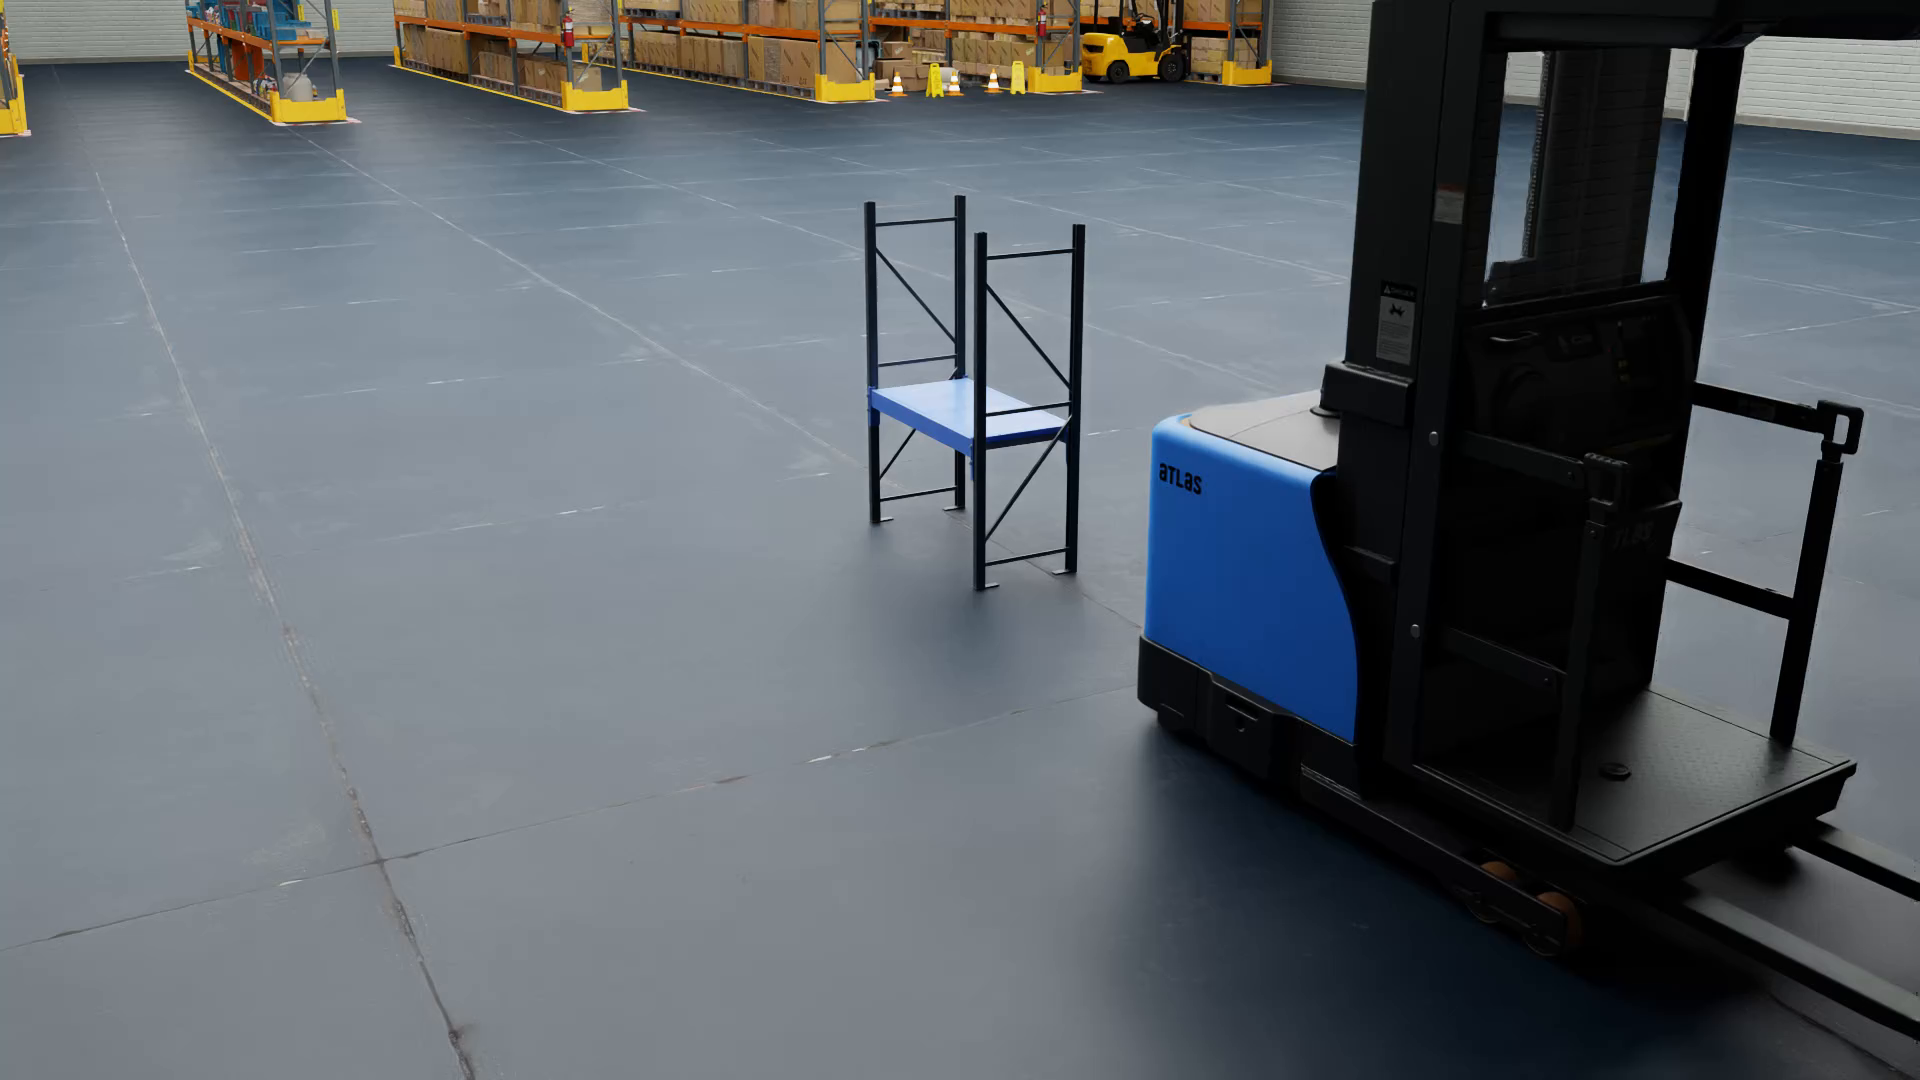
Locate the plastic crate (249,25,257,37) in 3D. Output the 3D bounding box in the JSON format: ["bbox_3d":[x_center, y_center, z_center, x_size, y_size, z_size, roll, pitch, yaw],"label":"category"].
[{"bbox_3d":[-12.541,-9.193,29.999,0.450,0.188,0.662,-10,21,-27],"label":"plastic crate"}]

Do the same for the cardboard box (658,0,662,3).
[{"bbox_3d":[-6.956,-12.824,39.483,0.380,0.149,0.250,-9,21,-25],"label":"cardboard box"}]

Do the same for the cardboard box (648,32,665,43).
[{"bbox_3d":[-7.353,-12.348,40.857,0.500,0.250,0.500,-9,21,-25],"label":"cardboard box"}]

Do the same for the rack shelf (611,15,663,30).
[{"bbox_3d":[-8.914,-13.764,44.023,1.077,0.370,4.000,-10,21,-27],"label":"rack shelf"}]

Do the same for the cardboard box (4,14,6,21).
[{"bbox_3d":[-21.824,-11.929,37.450,0.500,0.500,0.500,-10,22,-27],"label":"cardboard box"}]

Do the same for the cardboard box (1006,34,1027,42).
[{"bbox_3d":[1.199,-10.725,35.541,0.380,0.149,0.250,-9,21,-25],"label":"cardboard box"}]

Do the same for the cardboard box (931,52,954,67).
[{"bbox_3d":[-0.108,-11.135,38.688,0.950,0.372,0.625,-10,21,-26],"label":"cardboard box"}]

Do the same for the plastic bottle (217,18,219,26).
[{"bbox_3d":[-15.692,-11.017,35.265,0.097,0.201,0.097,0,19,0],"label":"plastic bottle"}]

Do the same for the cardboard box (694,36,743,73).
[{"bbox_3d":[-5.437,-11.077,37.940,1.050,0.750,0.750,-10,21,-26],"label":"cardboard box"}]

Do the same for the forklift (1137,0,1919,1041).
[{"bbox_3d":[1.840,-0.454,4.454,1.130,2.935,3.031,-12,22,-31],"label":"forklift"}]

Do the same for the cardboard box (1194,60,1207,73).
[{"bbox_3d":[5.680,-10.779,37.843,0.500,0.250,0.500,-10,21,-27],"label":"cardboard box"}]

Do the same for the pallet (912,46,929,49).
[{"bbox_3d":[-0.773,-14.675,49.835,1.003,0.211,1.213,-10,21,-27],"label":"pallet"}]

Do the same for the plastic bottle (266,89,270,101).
[{"bbox_3d":[-12.296,-7.923,29.609,0.097,0.201,0.097,0,19,0],"label":"plastic bottle"}]

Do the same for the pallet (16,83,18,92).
[{"bbox_3d":[-20.095,-9.360,34.434,1.003,0.211,1.213,-10,21,-27],"label":"pallet"}]

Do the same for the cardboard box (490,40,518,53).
[{"bbox_3d":[-9.873,-10.684,36.004,0.500,0.250,0.500,-7,20,-21],"label":"cardboard box"}]

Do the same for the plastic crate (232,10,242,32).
[{"bbox_3d":[-13.735,-9.987,32.001,0.392,0.384,0.575,-10,21,-27],"label":"plastic crate"}]

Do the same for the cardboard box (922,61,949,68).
[{"bbox_3d":[-0.546,-10.330,36.797,0.500,0.500,0.500,4,19,11],"label":"cardboard box"}]

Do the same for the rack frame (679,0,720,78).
[{"bbox_3d":[-6.065,-12.381,38.914,1.000,3.000,0.127,-10,21,-27],"label":"rack frame"}]

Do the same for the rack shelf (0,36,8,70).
[{"bbox_3d":[-16.349,-8.046,27.454,1.077,0.370,4.000,-10,21,-27],"label":"rack shelf"}]

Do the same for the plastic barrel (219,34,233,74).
[{"bbox_3d":[-16.157,-10.868,37.100,0.600,0.901,0.708,-10,21,-27],"label":"plastic barrel"}]

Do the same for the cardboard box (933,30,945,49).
[{"bbox_3d":[-0.447,-14.651,48.681,0.500,0.500,0.500,-10,21,-26],"label":"cardboard box"}]

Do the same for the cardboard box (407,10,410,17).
[{"bbox_3d":[-13.667,-13.225,41.745,0.380,0.149,0.250,-11,22,-28],"label":"cardboard box"}]

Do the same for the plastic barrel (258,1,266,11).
[{"bbox_3d":[-13.547,-10.310,32.703,0.433,0.535,0.433,0,19,0],"label":"plastic barrel"}]

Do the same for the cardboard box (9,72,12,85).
[{"bbox_3d":[-17.276,-8.281,29.744,0.500,0.311,0.500,-10,21,-26],"label":"cardboard box"}]

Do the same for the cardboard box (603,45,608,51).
[{"bbox_3d":[-9.331,-13.183,44.509,0.380,0.149,0.250,-11,22,-29],"label":"cardboard box"}]

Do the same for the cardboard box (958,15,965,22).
[{"bbox_3d":[0.176,-11.705,37.340,0.380,0.149,0.250,-9,21,-25],"label":"cardboard box"}]

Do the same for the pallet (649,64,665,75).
[{"bbox_3d":[-7.010,-11.637,41.033,1.003,0.211,1.213,-10,21,-27],"label":"pallet"}]

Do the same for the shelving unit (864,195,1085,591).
[{"bbox_3d":[0.041,-0.684,7.316,0.538,1.500,1.048,-10,21,-27],"label":"shelving unit"}]

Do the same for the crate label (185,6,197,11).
[{"bbox_3d":[-18.808,-12.999,40.868,0.416,0.233,0.303,-10,21,-27],"label":"crate label"}]

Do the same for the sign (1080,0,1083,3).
[{"bbox_3d":[2.520,-11.374,34.667,0.100,0.325,0.005,-10,21,-27],"label":"sign"}]

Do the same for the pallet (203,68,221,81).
[{"bbox_3d":[-17.120,-10.910,38.925,1.003,0.211,1.213,-10,21,-27],"label":"pallet"}]

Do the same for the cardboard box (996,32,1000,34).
[{"bbox_3d":[1.206,-13.981,45.744,0.380,0.149,0.250,-10,21,-27],"label":"cardboard box"}]

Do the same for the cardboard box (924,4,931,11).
[{"bbox_3d":[-0.608,-12.360,38.595,0.380,0.149,0.250,-10,22,-28],"label":"cardboard box"}]

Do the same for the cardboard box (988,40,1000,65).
[{"bbox_3d":[0.948,-10.618,36.227,0.500,0.500,0.500,-11,22,-28],"label":"cardboard box"}]

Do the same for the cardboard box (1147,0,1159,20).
[{"bbox_3d":[4.752,-12.531,39.195,0.500,0.500,0.500,-10,21,-26],"label":"cardboard box"}]

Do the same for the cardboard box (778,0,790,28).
[{"bbox_3d":[-3.206,-10.736,33.915,0.875,0.550,0.500,-10,21,-27],"label":"cardboard box"}]

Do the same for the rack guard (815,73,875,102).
[{"bbox_3d":[-2.255,-8.896,32.646,1.175,0.500,0.348,-10,21,-27],"label":"rack guard"}]

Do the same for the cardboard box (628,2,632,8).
[{"bbox_3d":[-8.045,-13.346,41.452,0.380,0.149,0.250,-10,21,-26],"label":"cardboard box"}]

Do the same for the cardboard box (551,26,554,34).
[{"bbox_3d":[-7.384,-9.486,30.910,0.380,0.149,0.250,-10,21,-27],"label":"cardboard box"}]

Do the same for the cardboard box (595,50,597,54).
[{"bbox_3d":[-9.700,-13.266,45.205,0.380,0.149,0.250,-10,21,-27],"label":"cardboard box"}]

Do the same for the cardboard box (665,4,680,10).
[{"bbox_3d":[-6.704,-12.531,39.090,0.380,0.149,0.250,-10,21,-26],"label":"cardboard box"}]

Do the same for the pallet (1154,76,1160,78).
[{"bbox_3d":[4.850,-11.246,39.898,1.003,0.211,1.213,-10,21,-27],"label":"pallet"}]

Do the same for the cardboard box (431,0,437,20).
[{"bbox_3d":[-12.140,-12.523,39.170,0.500,0.500,0.500,-10,21,-27],"label":"cardboard box"}]

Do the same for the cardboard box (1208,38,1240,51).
[{"bbox_3d":[5.916,-11.106,37.256,0.500,0.250,0.500,-9,21,-25],"label":"cardboard box"}]

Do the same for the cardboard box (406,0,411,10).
[{"bbox_3d":[-13.546,-13.387,41.601,0.500,0.250,0.500,-10,22,-28],"label":"cardboard box"}]

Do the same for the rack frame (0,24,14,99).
[{"bbox_3d":[-17.299,-8.960,29.000,1.000,3.000,0.127,-10,21,-27],"label":"rack frame"}]

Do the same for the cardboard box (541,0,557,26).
[{"bbox_3d":[-7.259,-9.820,30.883,0.875,0.500,0.500,-10,21,-27],"label":"cardboard box"}]

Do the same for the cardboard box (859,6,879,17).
[{"bbox_3d":[-2.225,-13.211,41.549,0.500,0.250,0.500,-11,22,-29],"label":"cardboard box"}]

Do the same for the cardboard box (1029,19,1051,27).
[{"bbox_3d":[1.676,-10.836,34.821,0.380,0.149,0.250,-9,21,-25],"label":"cardboard box"}]

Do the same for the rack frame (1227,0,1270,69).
[{"bbox_3d":[6.409,-11.650,36.796,1.000,3.000,0.127,-10,21,-27],"label":"rack frame"}]
